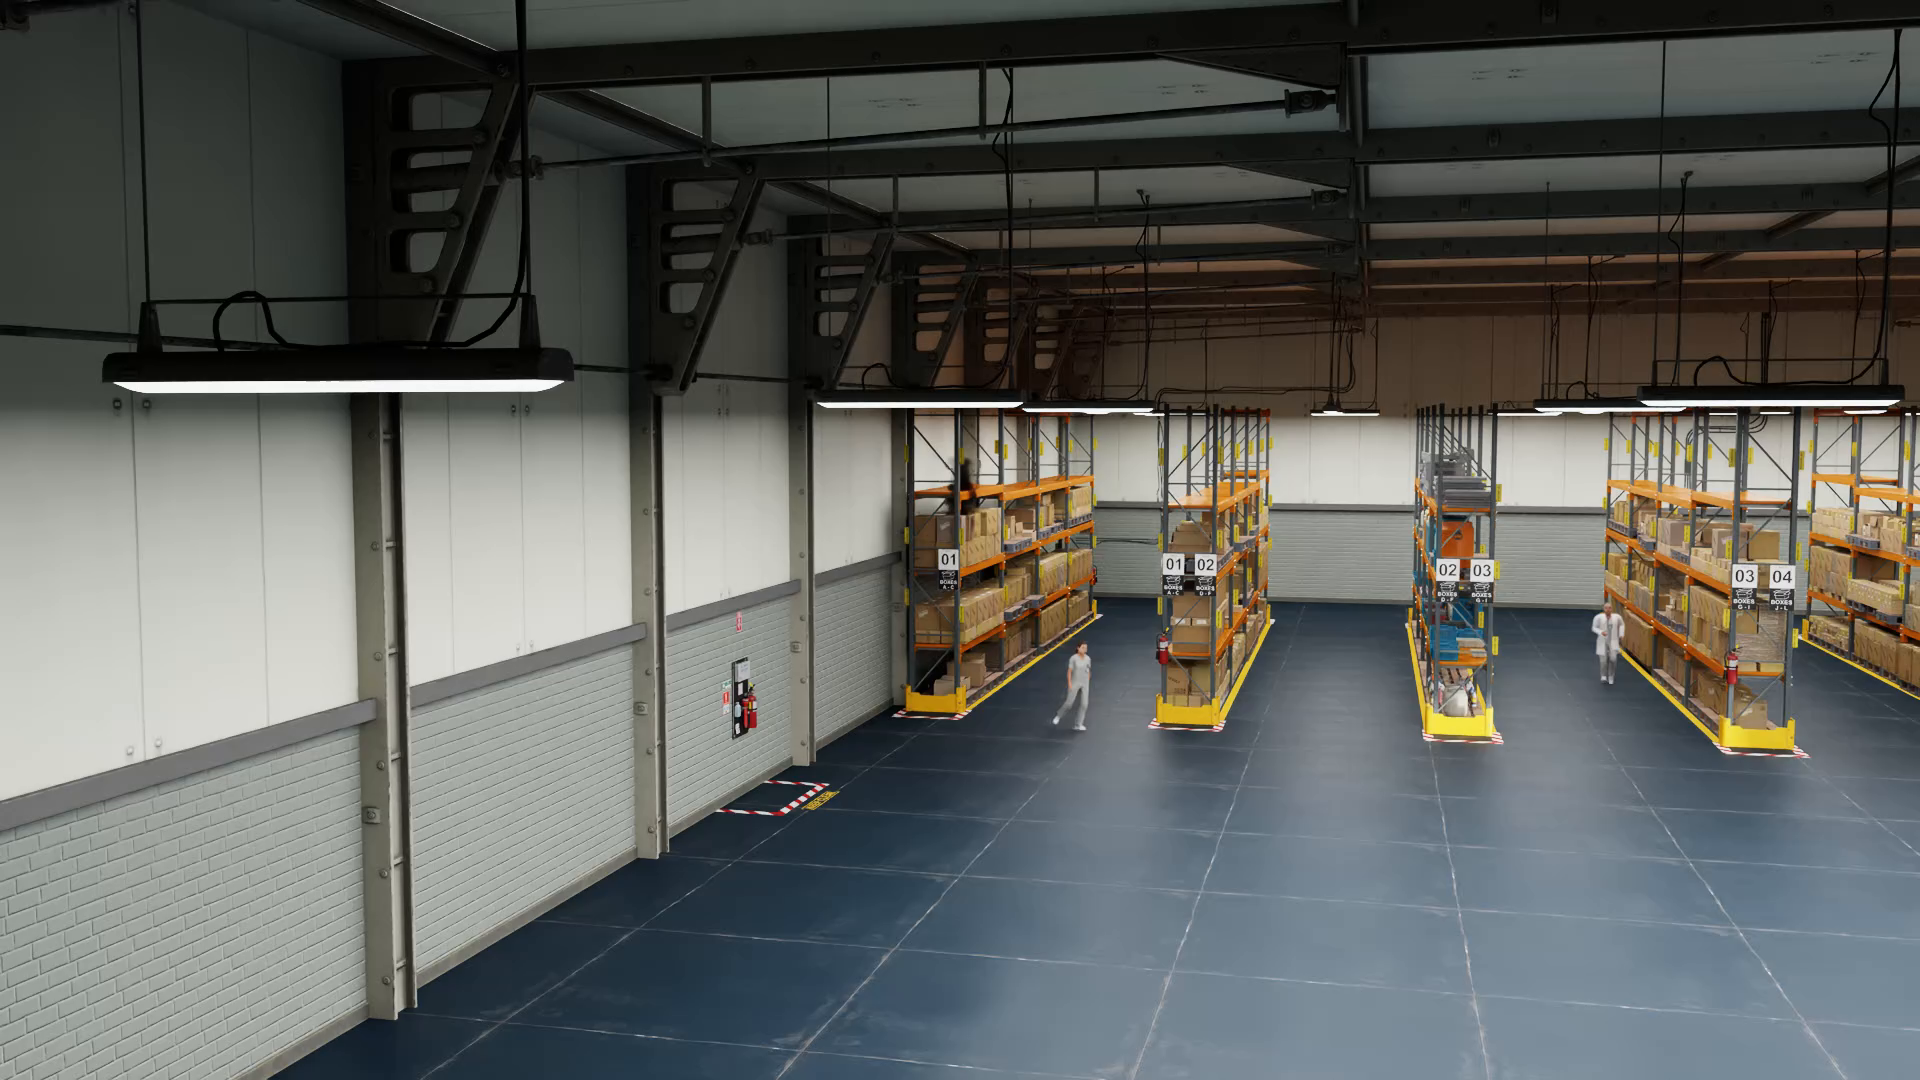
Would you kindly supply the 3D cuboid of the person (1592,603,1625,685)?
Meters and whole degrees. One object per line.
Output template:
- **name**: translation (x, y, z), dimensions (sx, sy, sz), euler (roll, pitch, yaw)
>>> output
- **person**: translation (13.964, 2.236, 35.817), dimensions (0.689, 1.780, 0.845), euler (1, 4, 16)

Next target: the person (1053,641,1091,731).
- **person**: translation (2.074, 2.662, 30.606), dimensions (0.640, 1.647, 0.577), euler (-2, 4, -20)
